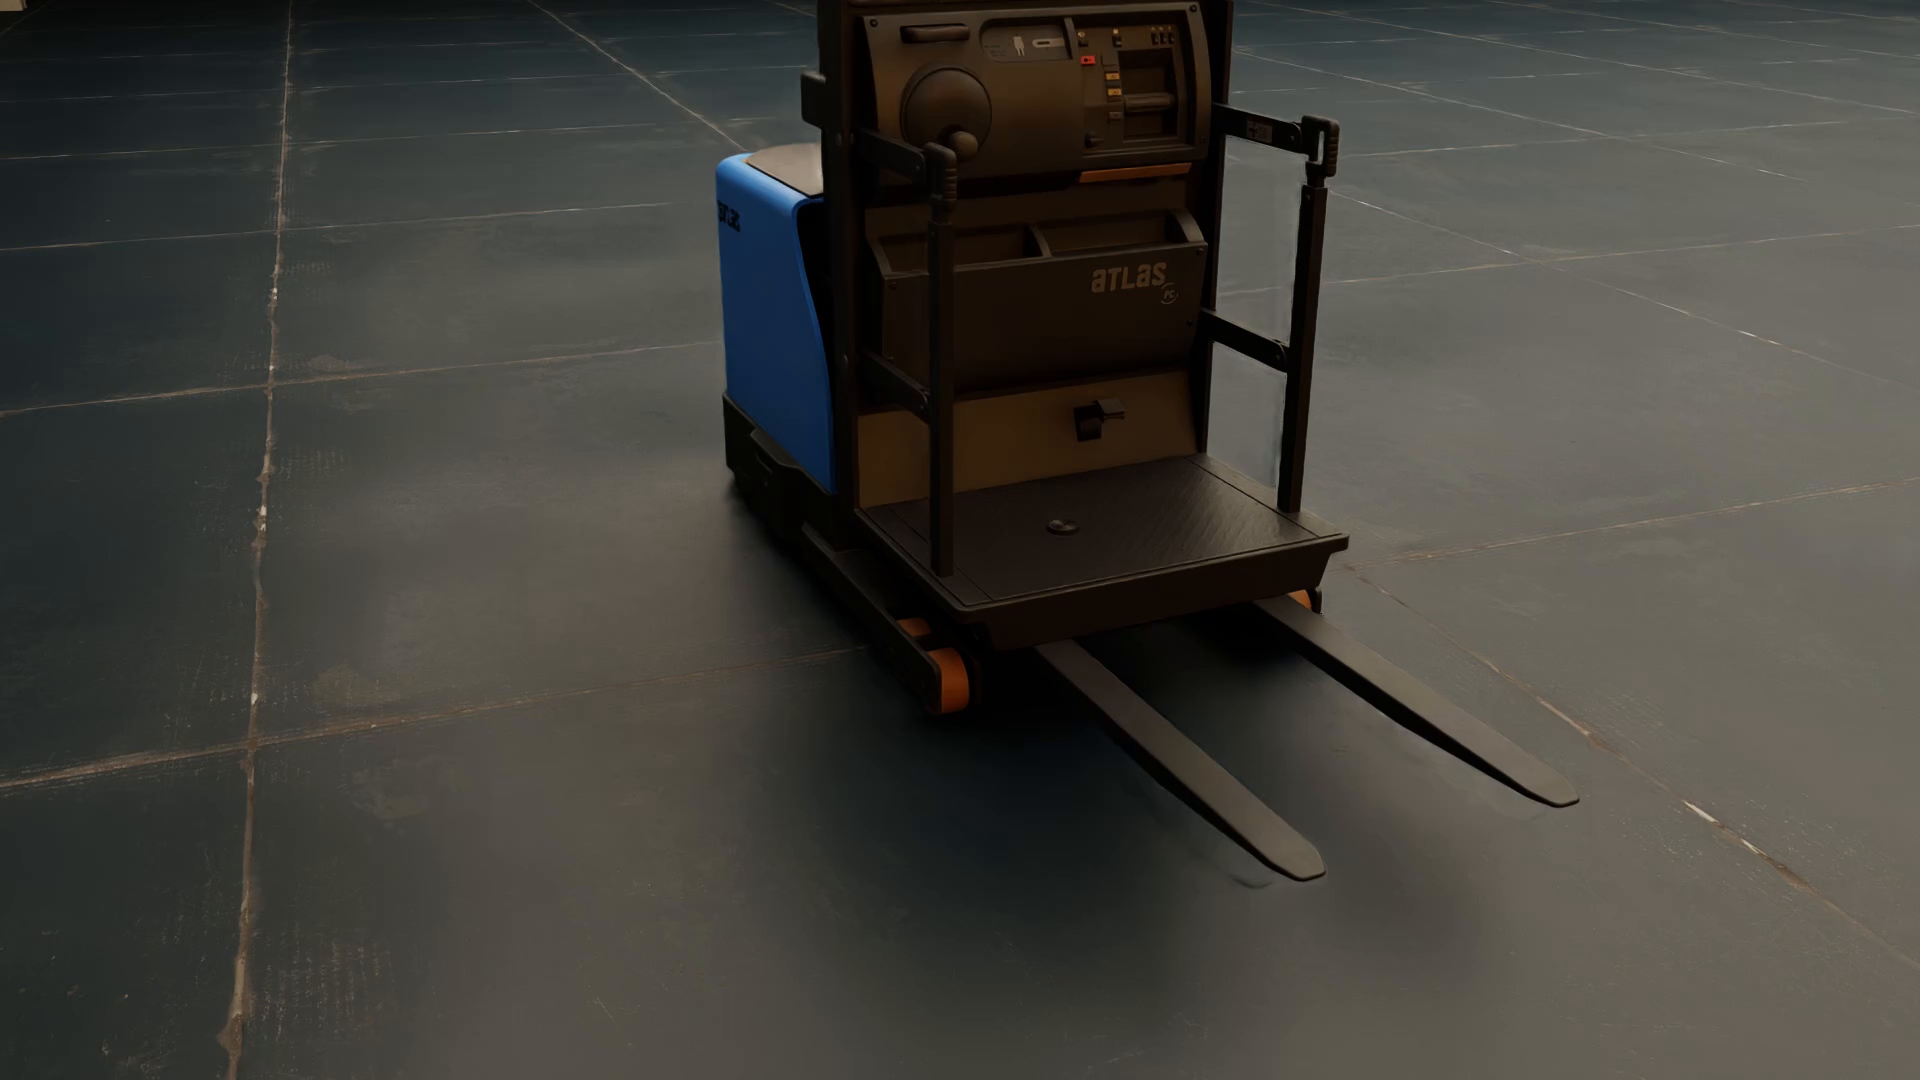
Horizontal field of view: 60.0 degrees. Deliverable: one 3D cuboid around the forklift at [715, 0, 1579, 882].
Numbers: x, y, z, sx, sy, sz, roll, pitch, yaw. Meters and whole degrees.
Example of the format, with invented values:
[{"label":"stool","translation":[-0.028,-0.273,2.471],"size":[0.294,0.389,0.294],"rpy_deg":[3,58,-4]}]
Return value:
[{"label":"forklift","translation":[0.296,-1.113,3.946],"size":[1.130,2.935,3.031],"rpy_deg":[-10,25,-22]}]
